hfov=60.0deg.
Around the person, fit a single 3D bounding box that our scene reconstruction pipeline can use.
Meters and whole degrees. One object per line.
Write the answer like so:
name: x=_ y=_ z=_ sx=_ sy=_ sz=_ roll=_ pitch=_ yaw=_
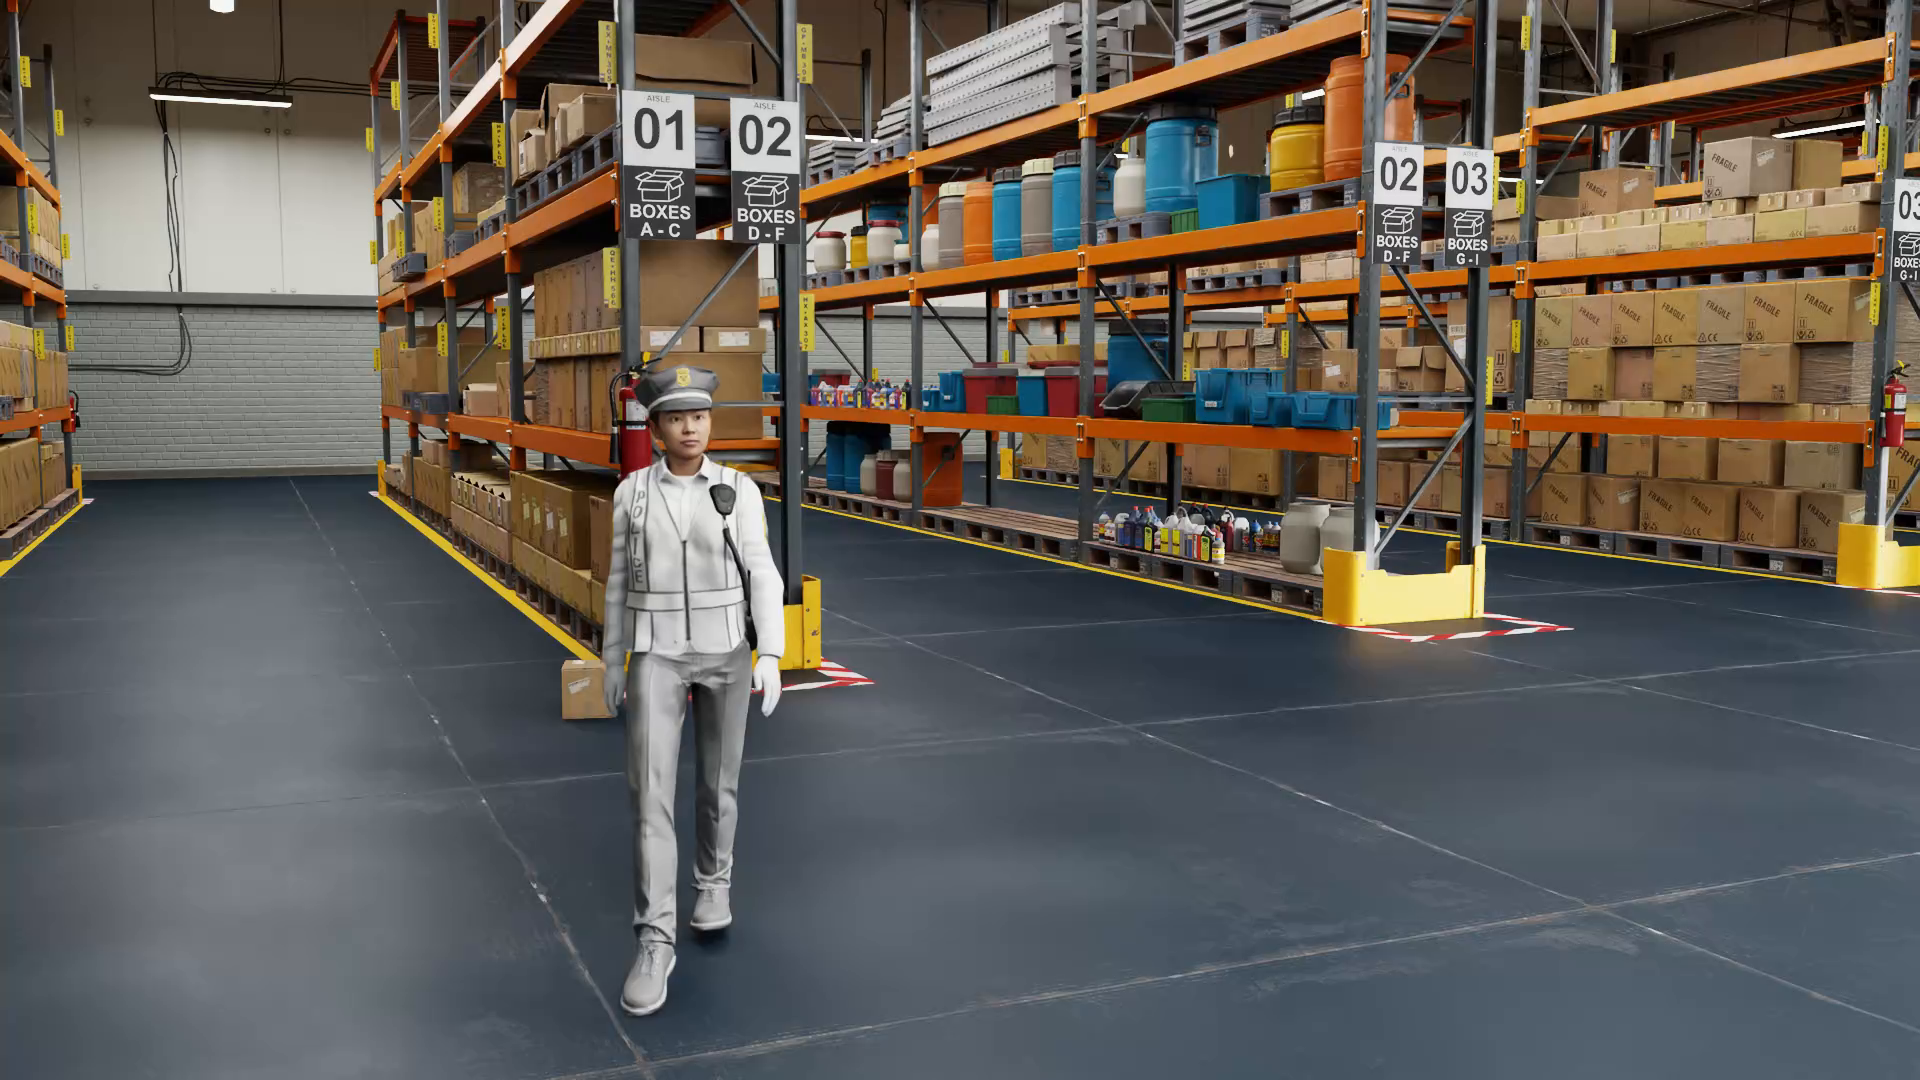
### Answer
person: x=-0.744 y=0.353 z=4.638 sx=0.517 sy=1.677 sz=0.831 roll=-1 pitch=6 yaw=-10
